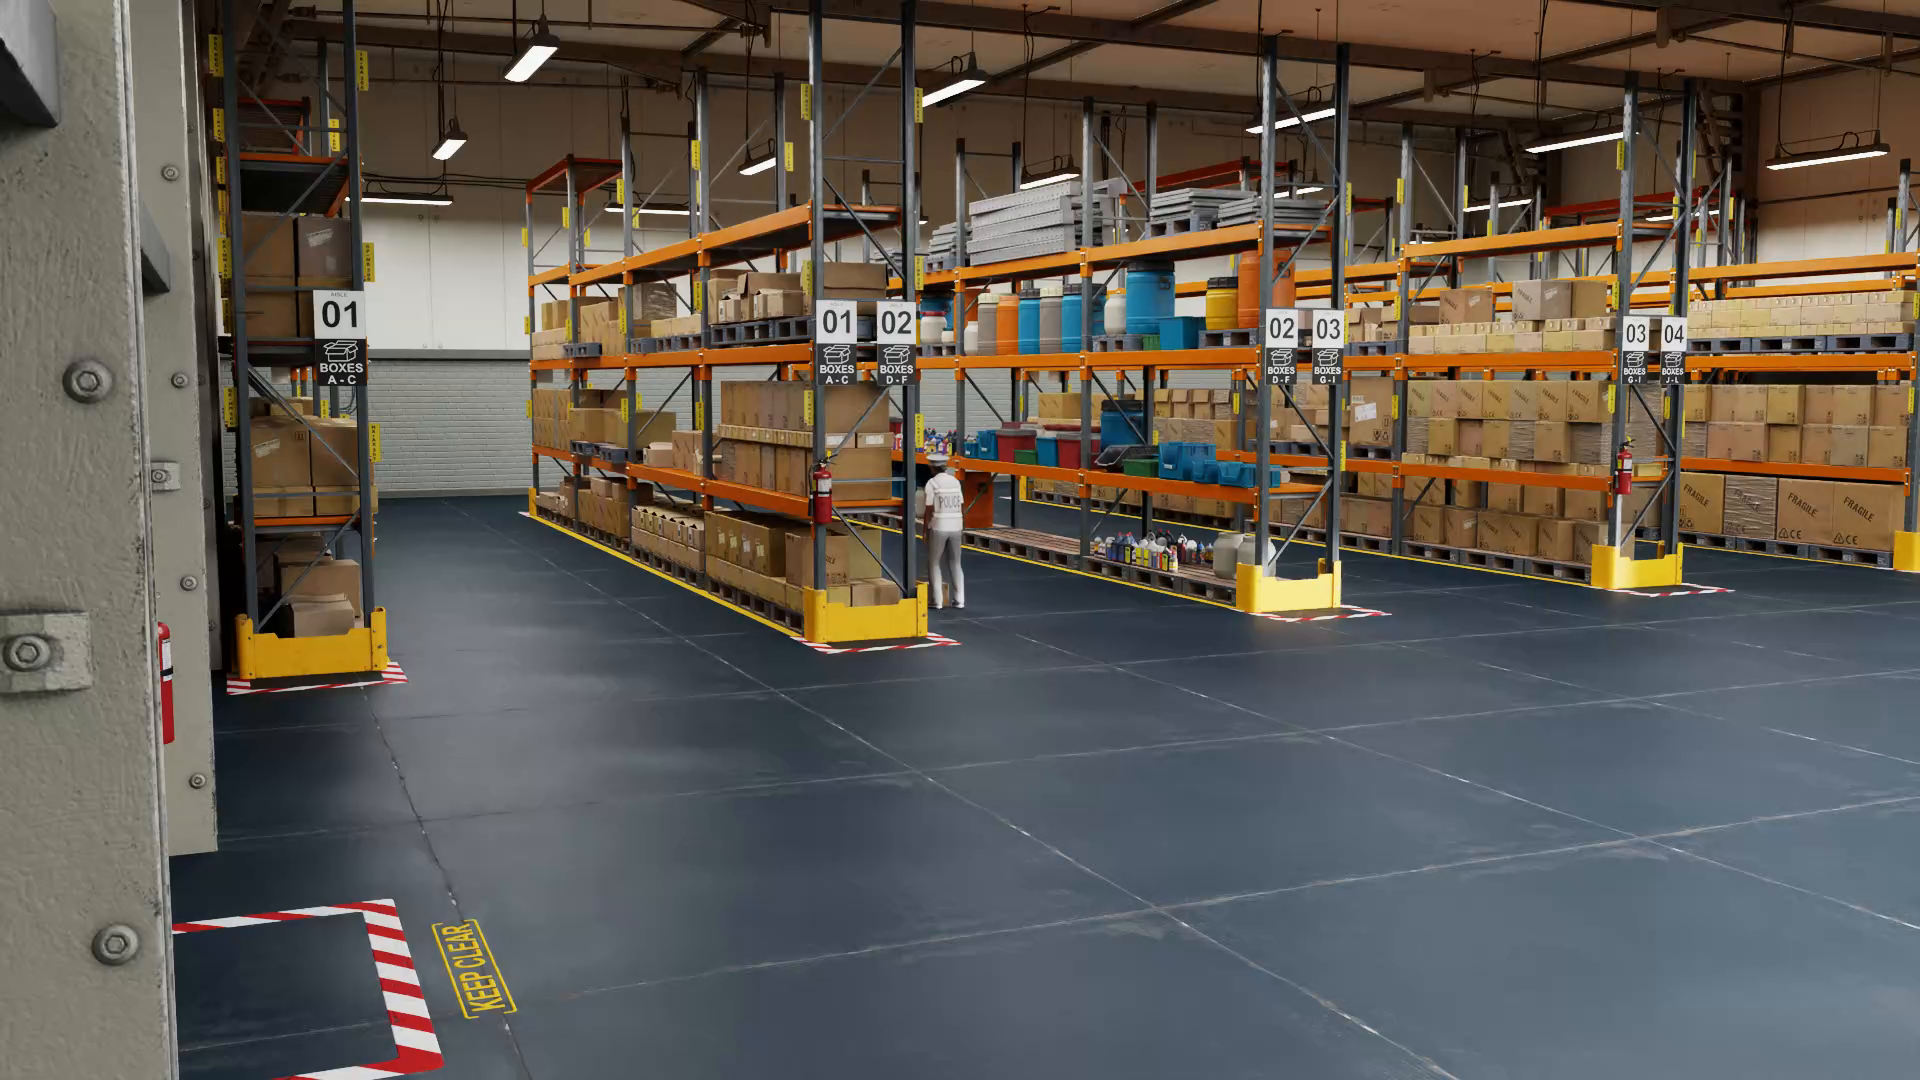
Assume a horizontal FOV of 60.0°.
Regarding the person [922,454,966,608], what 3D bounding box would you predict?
[{"bbox_3d":[-0.175,-0.088,17.923,0.504,1.659,0.417,-2,6,-24],"label":"person"}]
